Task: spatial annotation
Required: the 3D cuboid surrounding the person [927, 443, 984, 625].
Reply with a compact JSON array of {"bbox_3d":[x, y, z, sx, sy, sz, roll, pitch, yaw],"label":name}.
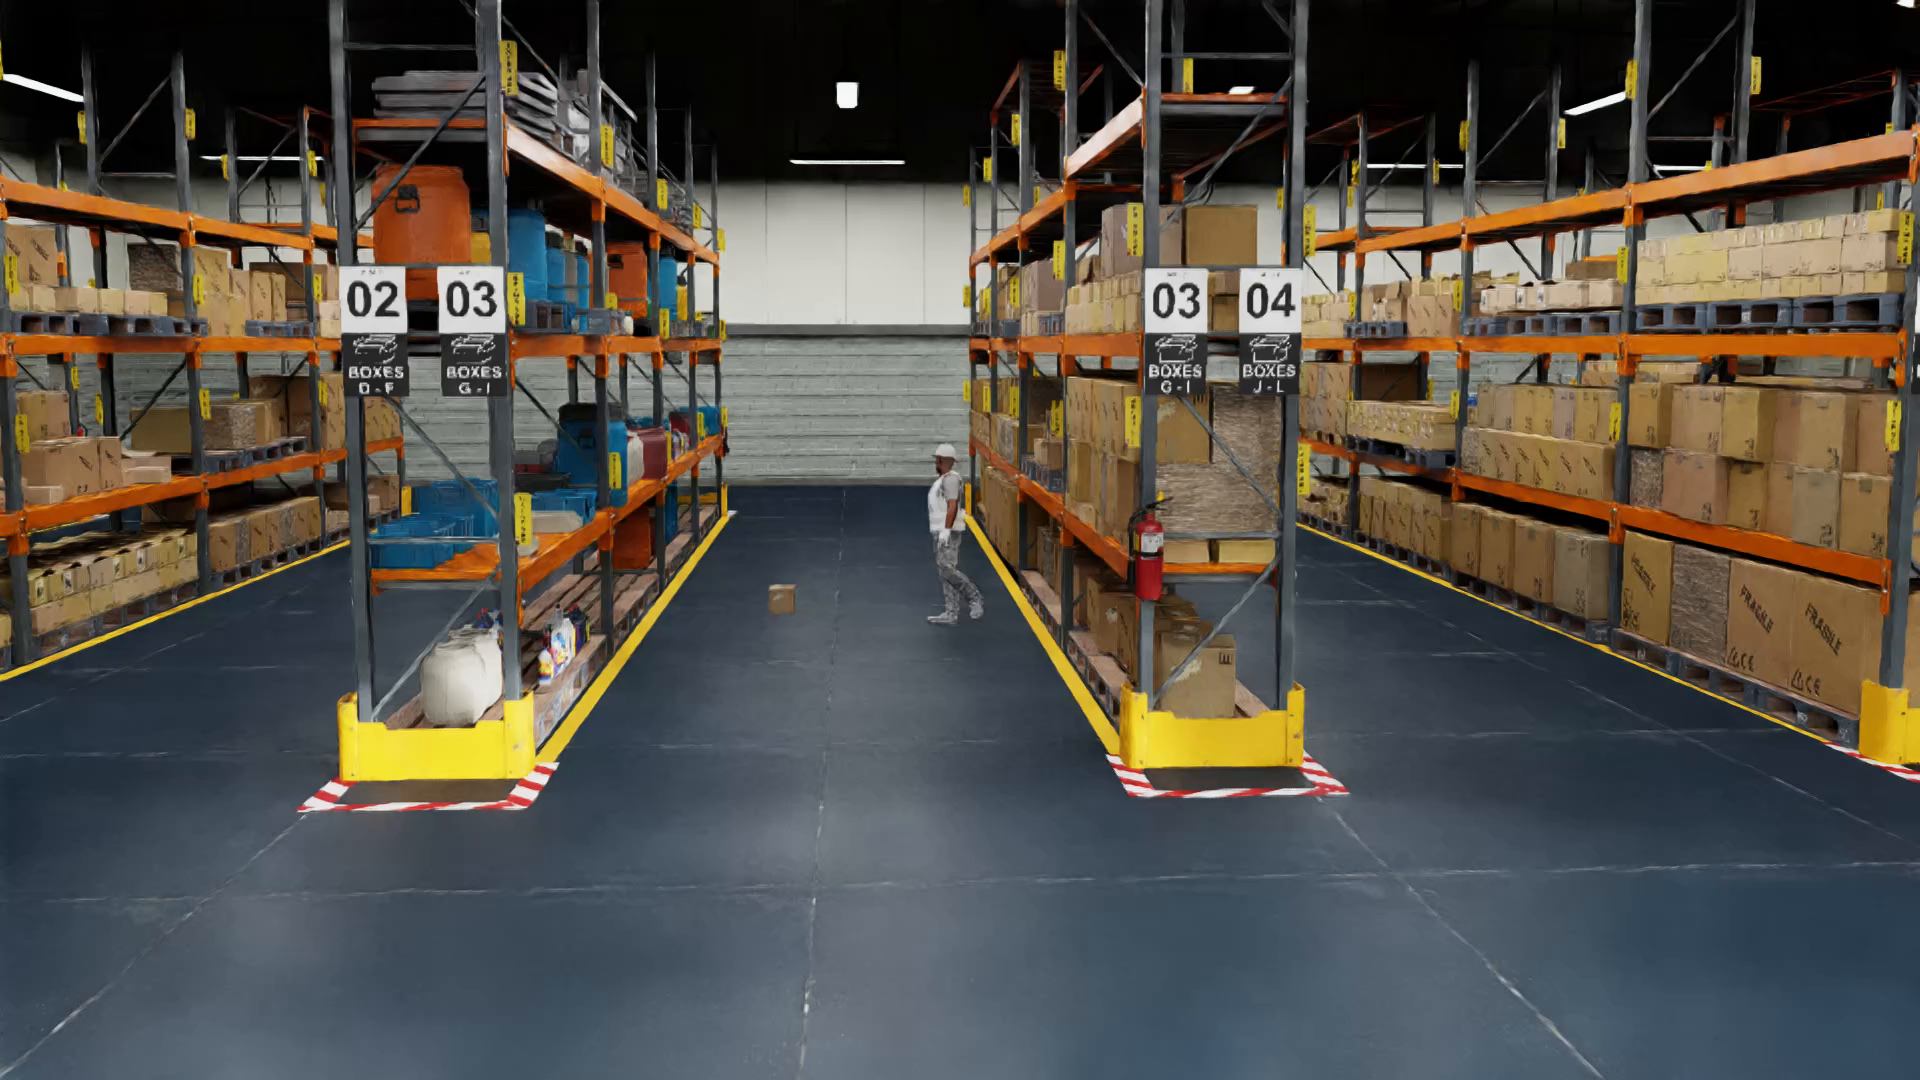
[{"bbox_3d":[-0.058,-0.062,16.294,0.570,1.758,0.625,-2,7,-14],"label":"person"}]
